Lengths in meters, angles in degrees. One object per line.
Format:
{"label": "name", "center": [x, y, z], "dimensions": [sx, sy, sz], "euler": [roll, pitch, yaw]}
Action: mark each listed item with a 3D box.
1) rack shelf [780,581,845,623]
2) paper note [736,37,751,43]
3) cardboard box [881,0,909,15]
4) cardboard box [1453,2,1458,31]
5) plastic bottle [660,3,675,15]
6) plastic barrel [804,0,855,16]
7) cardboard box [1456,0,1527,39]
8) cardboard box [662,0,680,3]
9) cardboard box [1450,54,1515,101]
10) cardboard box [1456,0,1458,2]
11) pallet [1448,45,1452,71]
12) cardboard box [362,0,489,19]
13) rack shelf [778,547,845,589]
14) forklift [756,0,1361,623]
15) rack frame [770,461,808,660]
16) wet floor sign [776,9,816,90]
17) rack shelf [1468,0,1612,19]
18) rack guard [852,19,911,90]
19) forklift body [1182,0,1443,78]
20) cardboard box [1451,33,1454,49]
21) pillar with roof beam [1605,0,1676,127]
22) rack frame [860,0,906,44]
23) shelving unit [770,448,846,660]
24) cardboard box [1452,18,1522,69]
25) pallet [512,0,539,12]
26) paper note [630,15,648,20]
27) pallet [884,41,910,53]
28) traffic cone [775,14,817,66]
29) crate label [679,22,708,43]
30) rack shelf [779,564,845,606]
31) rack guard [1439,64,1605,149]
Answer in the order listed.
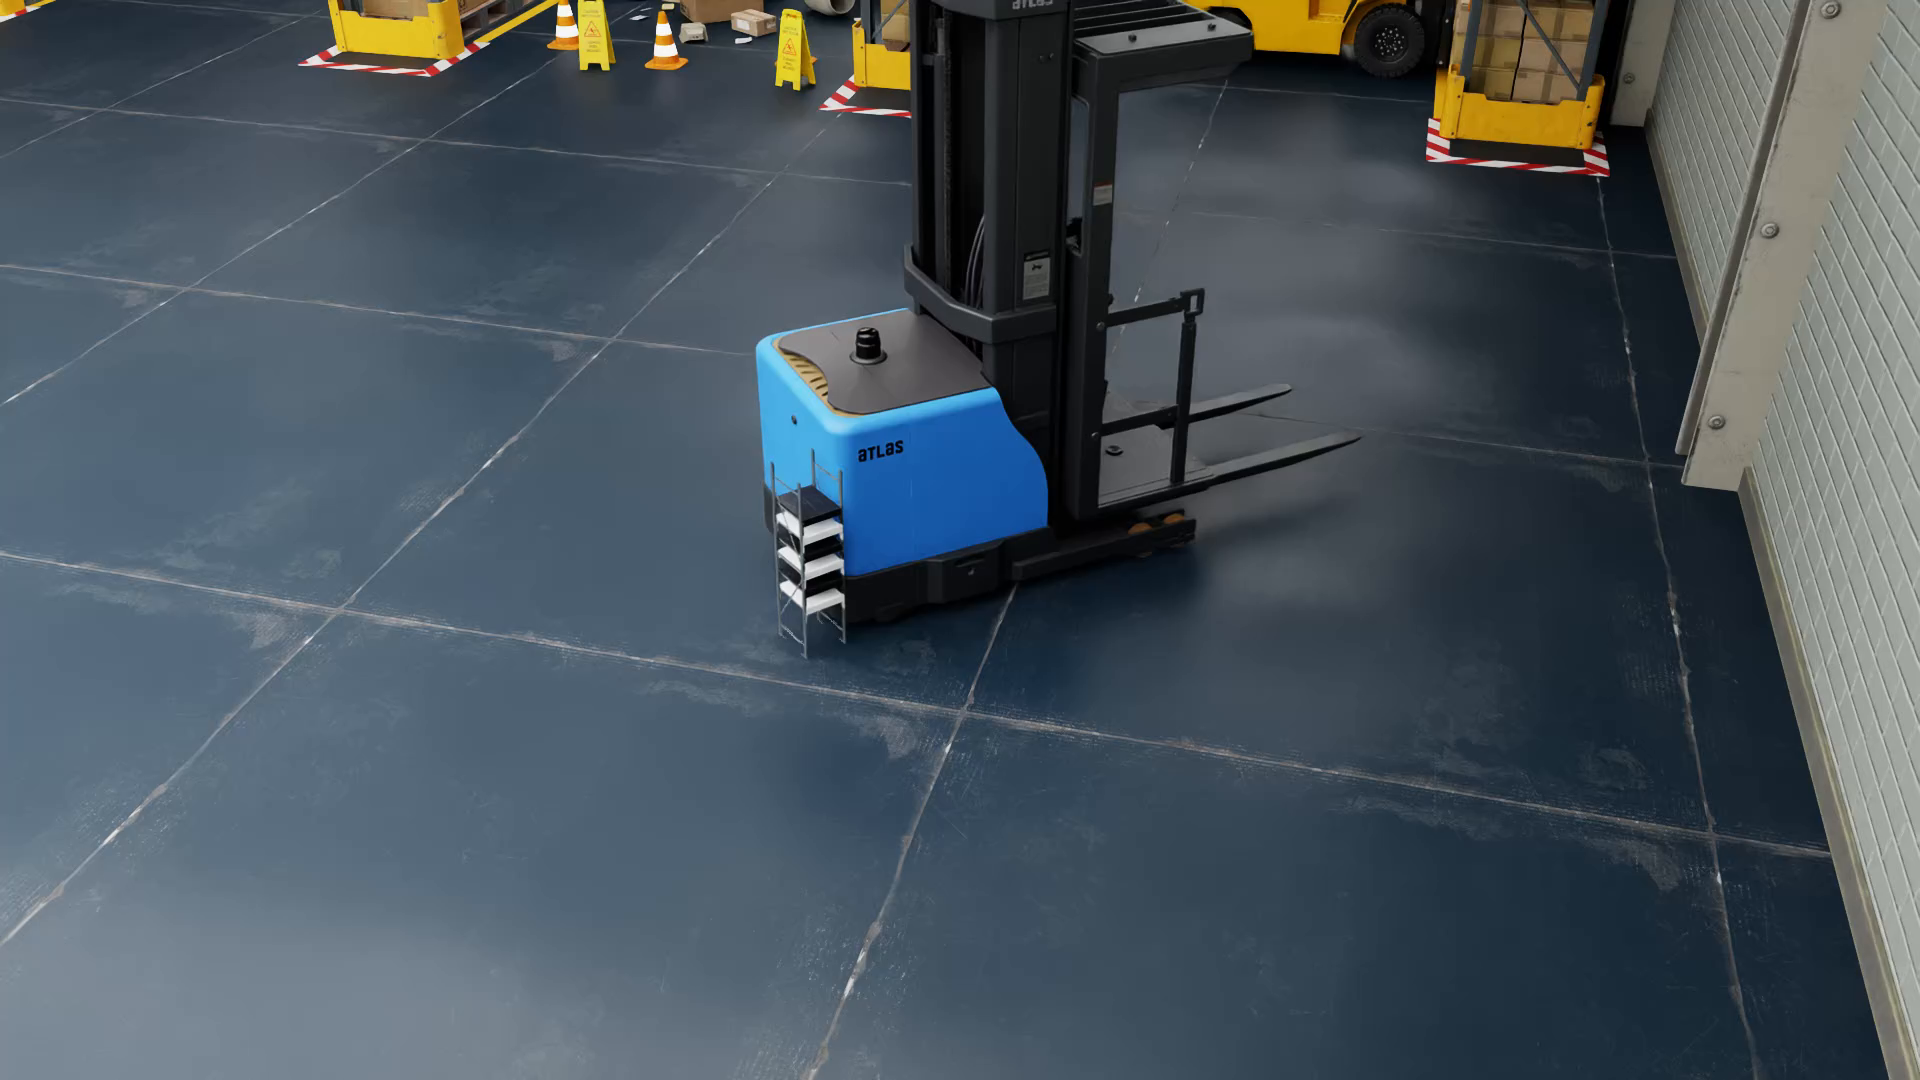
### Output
{"label": "rack shelf", "center": [-0.665, 0.249, 7.413], "dimensions": [0.200, 0.077, 0.258], "euler": [-21, 38, -31]}
{"label": "paper note", "center": [-2.032, -4.696, 15.608], "dimensions": [0.148, 0.019, 0.142], "euler": [-3, 33, -4]}
{"label": "cardboard box", "center": [-0.396, -4.972, 14.747], "dimensions": [0.500, 0.500, 0.500], "euler": [8, 33, 13]}
{"label": "cardboard box", "center": [4.525, -4.566, 14.341], "dimensions": [0.500, 0.250, 0.500], "euler": [7, 33, 11]}
{"label": "plastic bottle", "center": [-2.894, -5.267, 16.478], "dimensions": [0.133, 0.061, 0.283], "euler": [-3, 33, -4]}
{"label": "plastic barrel", "center": [-1.287, -5.378, 16.315], "dimensions": [0.421, 0.421, 0.512], "euler": [-21, 38, -29]}
{"label": "cardboard box", "center": [4.271, -4.233, 13.353], "dimensions": [0.500, 0.250, 0.500], "euler": [9, 34, 14]}
{"label": "cardboard box", "center": [-2.800, -5.588, 16.792], "dimensions": [0.396, 0.266, 0.258], "euler": [14, 35, 21]}
{"label": "cardboard box", "center": [4.269, -3.817, 13.629], "dimensions": [0.500, 0.250, 0.500], "euler": [8, 33, 13]}
{"label": "cardboard box", "center": [4.513, -4.762, 14.185], "dimensions": [0.500, 0.250, 0.500], "euler": [8, 33, 13]}
{"label": "pallet", "center": [4.921, -4.370, 14.927], "dimensions": [1.003, 0.211, 1.213], "euler": [8, 33, 12]}
{"label": "cardboard box", "center": [-5.052, -5.450, 15.616], "dimensions": [0.875, 0.875, 0.875], "euler": [8, 33, 13]}
{"label": "rack shelf", "center": [-0.662, 0.096, 7.318], "dimensions": [0.200, 0.077, 0.258], "euler": [-21, 38, -31]}
{"label": "forklift", "center": [0.592, -1.392, 7.707], "dimensions": [3.031, 2.935, 1.130], "euler": [-15, 35, -22]}
{"label": "rack frame", "center": [-0.743, 0.099, 7.249], "dimensions": [0.006, 0.900, 0.240], "euler": [-21, 38, -31]}
{"label": "wet floor sign", "center": [-1.430, -4.240, 14.319], "dimensions": [0.267, 0.644, 0.232], "euler": [20, 38, 29]}
{"label": "rack shelf", "center": [4.963, -5.247, 14.379], "dimensions": [1.077, 0.370, 4.000], "euler": [8, 33, 12]}
{"label": "rack guard", "center": [-0.327, -4.171, 14.346], "dimensions": [1.175, 0.500, 0.348], "euler": [8, 33, 12]}
{"label": "forklift body", "center": [3.172, -5.387, 14.719], "dimensions": [2.313, 2.155, 1.214], "euler": [8, 33, 12]}
{"label": "cardboard box", "center": [4.540, -4.332, 14.440], "dimensions": [0.500, 0.250, 0.500], "euler": [8, 33, 13]}
{"label": "pillar with roof beam", "center": [1.340, -7.870, 12.241], "dimensions": [9.100, 9.000, 0.400], "euler": [8, 33, 12]}
{"label": "rack frame", "center": [-0.347, -5.187, 13.613], "dimensions": [1.000, 3.000, 0.127], "euler": [8, 33, 12]}
{"label": "shelving unit", "center": [-0.661, 0.068, 7.300], "dimensions": [0.210, 0.900, 0.258], "euler": [-21, 38, -31]}
{"label": "cardboard box", "center": [4.277, -4.036, 13.508], "dimensions": [0.500, 0.250, 0.500], "euler": [8, 33, 12]}
{"label": "pallet", "center": [-4.721, -5.688, 17.001], "dimensions": [1.003, 0.211, 1.213], "euler": [8, 33, 12]}
{"label": "paper note", "center": [-3.131, -5.116, 16.270], "dimensions": [0.144, 0.017, 0.142], "euler": [20, 38, 29]}
{"label": "pallet", "center": [-0.087, -4.466, 15.079], "dimensions": [1.003, 0.211, 1.213], "euler": [8, 33, 12]}
{"label": "traffic cone", "center": [-1.485, -4.515, 14.921], "dimensions": [0.336, 0.463, 0.334], "euler": [8, 33, 12]}
{"label": "crate label", "center": [-2.506, -4.769, 15.624], "dimensions": [0.250, 0.136, 0.298], "euler": [-8, 33, -13]}
{"label": "rack shelf", "center": [-0.663, 0.173, 7.365], "dimensions": [0.200, 0.077, 0.258], "euler": [-21, 38, -31]}
{"label": "rack guard", "center": [4.449, -3.446, 13.204], "dimensions": [1.175, 0.500, 0.348], "euler": [8, 33, 12]}
